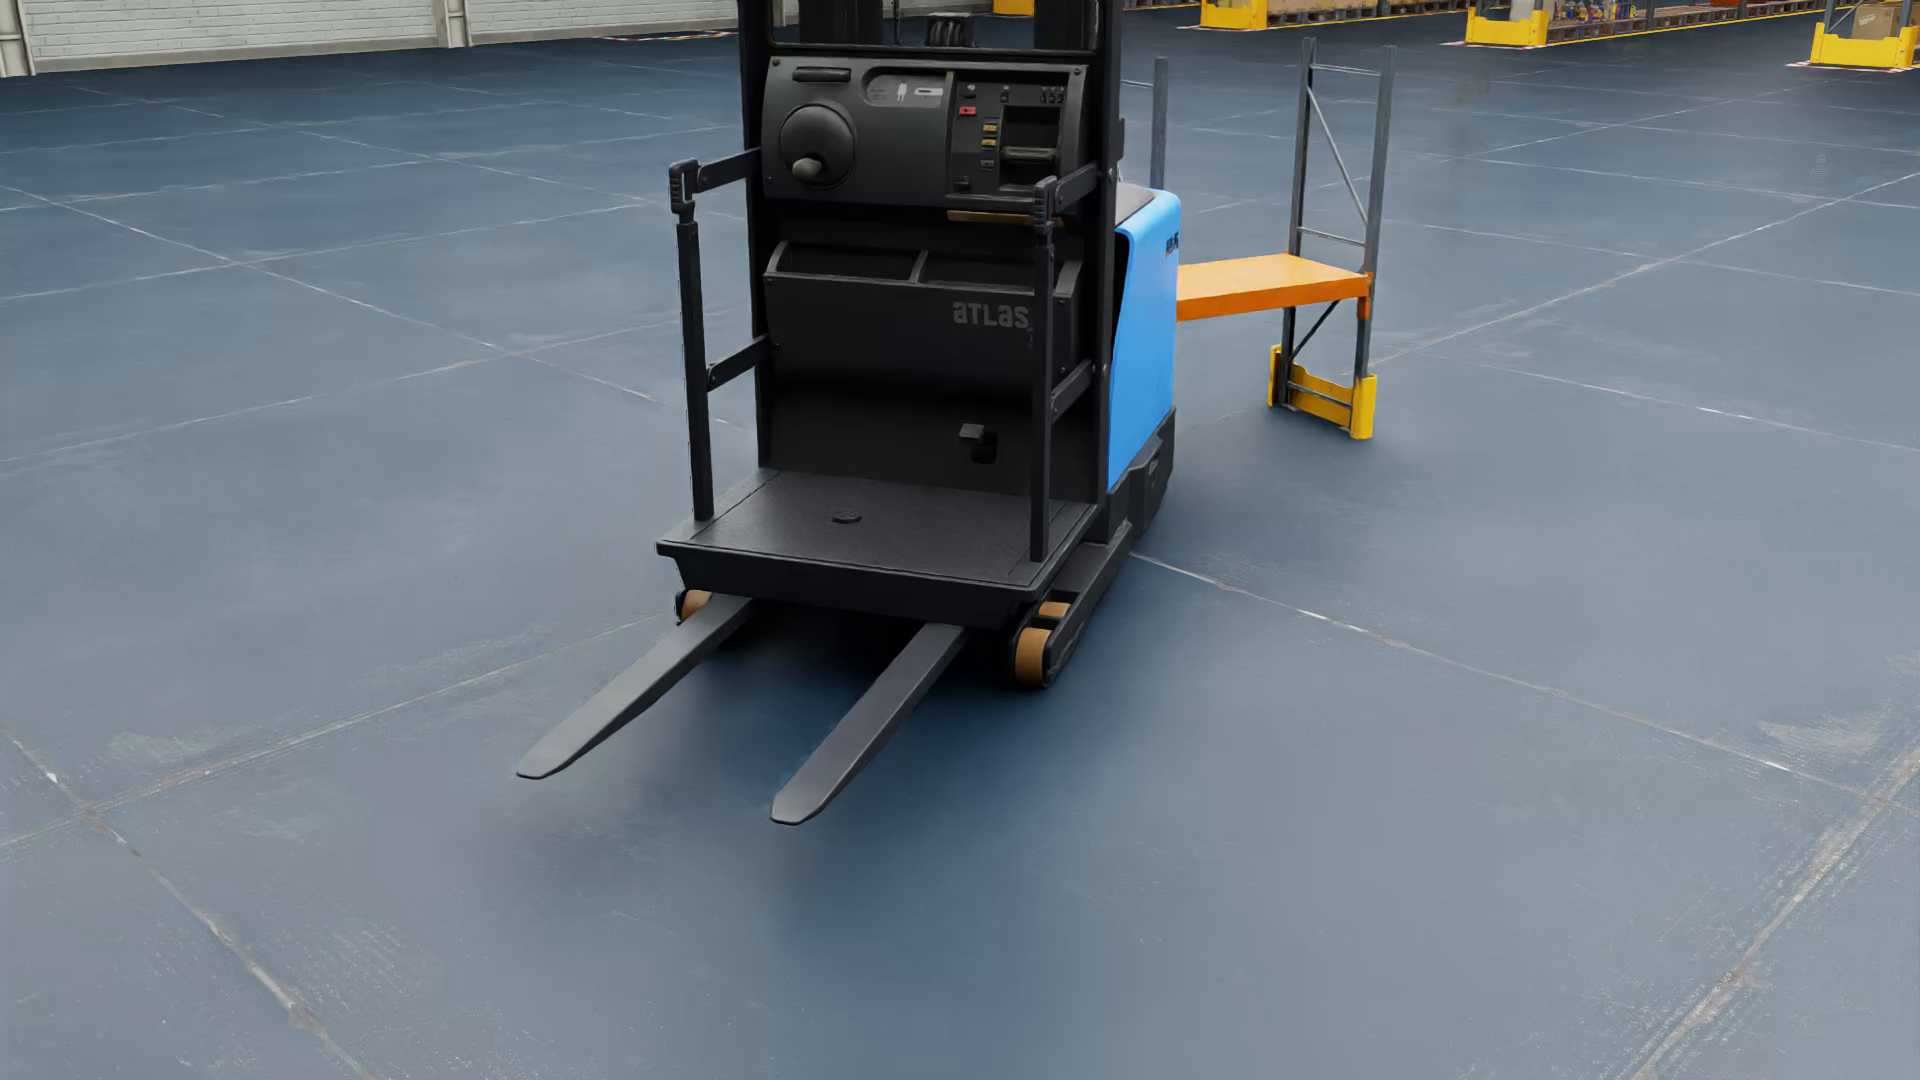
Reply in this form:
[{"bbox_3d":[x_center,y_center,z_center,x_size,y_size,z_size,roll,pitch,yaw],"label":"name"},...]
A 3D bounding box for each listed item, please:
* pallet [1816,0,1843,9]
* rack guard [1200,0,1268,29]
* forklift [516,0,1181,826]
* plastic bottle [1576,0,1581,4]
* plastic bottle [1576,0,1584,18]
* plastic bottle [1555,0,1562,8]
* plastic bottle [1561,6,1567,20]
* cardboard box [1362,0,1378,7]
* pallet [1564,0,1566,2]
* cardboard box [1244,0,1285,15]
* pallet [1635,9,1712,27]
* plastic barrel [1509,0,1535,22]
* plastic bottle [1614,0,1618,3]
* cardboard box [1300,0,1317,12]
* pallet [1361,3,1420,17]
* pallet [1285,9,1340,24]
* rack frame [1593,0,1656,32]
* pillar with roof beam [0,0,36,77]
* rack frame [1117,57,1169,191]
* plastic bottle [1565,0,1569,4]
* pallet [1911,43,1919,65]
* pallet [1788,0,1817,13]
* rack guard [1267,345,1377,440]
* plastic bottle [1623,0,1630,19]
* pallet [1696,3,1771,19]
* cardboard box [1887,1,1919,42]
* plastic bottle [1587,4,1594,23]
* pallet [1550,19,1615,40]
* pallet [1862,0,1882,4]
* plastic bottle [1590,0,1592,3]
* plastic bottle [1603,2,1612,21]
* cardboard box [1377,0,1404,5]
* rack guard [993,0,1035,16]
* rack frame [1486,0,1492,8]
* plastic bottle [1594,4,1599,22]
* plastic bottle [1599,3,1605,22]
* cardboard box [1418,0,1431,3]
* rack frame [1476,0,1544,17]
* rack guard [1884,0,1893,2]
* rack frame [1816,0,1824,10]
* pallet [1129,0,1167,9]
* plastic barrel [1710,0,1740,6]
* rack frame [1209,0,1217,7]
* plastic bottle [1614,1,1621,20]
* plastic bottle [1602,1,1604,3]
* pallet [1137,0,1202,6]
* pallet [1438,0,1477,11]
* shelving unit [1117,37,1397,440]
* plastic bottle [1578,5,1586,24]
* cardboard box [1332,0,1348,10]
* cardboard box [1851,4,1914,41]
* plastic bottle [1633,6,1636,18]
[{"bbox_3d":[17.043,-10.835,33.469,1.003,0.211,1.213,19,28,41],"label":"pallet"},{"bbox_3d":[4.624,-8.921,28.087,1.175,0.500,0.348,19,28,41],"label":"rack guard"},{"bbox_3d":[-0.176,-1.128,4.423,1.130,2.935,3.031,7,22,17],"label":"forklift"},{"bbox_3d":[10.117,-8.746,27.229,0.185,0.351,0.144,-19,28,-41],"label":"plastic bottle"},{"bbox_3d":[10.102,-8.642,27.067,0.097,0.271,0.097,0,21,0],"label":"plastic bottle"},{"bbox_3d":[9.559,-8.541,26.694,0.185,0.351,0.144,-19,28,-40],"label":"plastic bottle"},{"bbox_3d":[9.676,-8.452,26.671,0.097,0.201,0.097,0,21,0],"label":"plastic bottle"},{"bbox_3d":[7.264,-9.861,30.295,0.500,0.250,0.500,19,28,41],"label":"cardboard box"},{"bbox_3d":[12.471,-11.658,35.612,1.003,0.211,1.213,19,28,41],"label":"pallet"},{"bbox_3d":[5.174,-9.088,28.286,0.500,0.250,0.500,19,28,41],"label":"cardboard box"},{"bbox_3d":[12.349,-9.106,28.972,1.003,0.211,1.213,19,28,41],"label":"pallet"},{"bbox_3d":[8.591,-8.076,25.288,0.421,0.512,0.421,0,21,0],"label":"plastic barrel"},{"bbox_3d":[10.631,-8.648,26.974,0.144,0.351,0.185,19,28,41],"label":"plastic bottle"},{"bbox_3d":[5.869,-9.346,28.957,0.500,0.250,0.500,19,28,41],"label":"cardboard box"},{"bbox_3d":[7.917,-10.019,31.348,1.003,0.211,1.213,19,28,41],"label":"pallet"},{"bbox_3d":[5.995,-9.311,29.506,1.003,0.211,1.213,19,28,41],"label":"pallet"},{"bbox_3d":[10.977,-9.881,27.102,1.000,3.000,0.127,19,28,41],"label":"rack frame"},{"bbox_3d":[-8.515,-8.825,15.992,9.100,9.000,0.400,19,28,41],"label":"pillar with roof beam"},{"bbox_3d":[0.584,-1.023,6.146,0.032,1.500,0.500,-11,24,-26],"label":"rack frame"},{"bbox_3d":[9.840,-8.634,27.031,0.133,0.283,0.061,-19,28,-40],"label":"plastic bottle"},{"bbox_3d":[12.381,-6.531,22.273,1.003,0.211,1.213,19,28,41],"label":"pallet"},{"bbox_3d":[15.990,-10.448,32.463,1.003,0.211,1.213,19,28,41],"label":"pallet"},{"bbox_3d":[1.477,-0.613,6.820,0.087,0.250,0.587,-11,24,-26],"label":"rack guard"},{"bbox_3d":[10.735,-8.612,26.880,0.144,0.351,0.185,18,28,39],"label":"plastic bottle"},{"bbox_3d":[14.288,-9.821,30.832,1.003,0.211,1.213,19,28,41],"label":"pallet"},{"bbox_3d":[13.026,-7.117,22.810,0.500,0.500,0.500,-17,27,-37],"label":"cardboard box"},{"bbox_3d":[9.846,-8.232,25.984,0.133,0.283,0.061,-20,28,-41],"label":"plastic bottle"},{"bbox_3d":[9.628,-8.102,26.360,1.003,0.211,1.213,19,28,41],"label":"pallet"},{"bbox_3d":[18.745,-11.462,35.101,1.003,0.211,1.213,19,28,41],"label":"pallet"},{"bbox_3d":[10.312,-8.730,27.280,0.061,0.283,0.133,19,28,41],"label":"plastic bottle"},{"bbox_3d":[10.259,-8.404,26.443,0.135,0.276,0.152,-20,28,-41],"label":"plastic bottle"},{"bbox_3d":[7.890,-10.076,30.856,0.500,0.250,0.500,18,28,39],"label":"cardboard box"},{"bbox_3d":[1.142,-10.185,31.377,1.175,0.500,0.348,19,28,41],"label":"rack guard"},{"bbox_3d":[10.221,-12.150,33.005,1.000,3.000,0.127,19,28,41],"label":"rack frame"},{"bbox_3d":[9.984,-8.287,26.143,0.097,0.271,0.097,0,21,0],"label":"plastic bottle"},{"bbox_3d":[10.125,-8.339,26.279,0.097,0.271,0.097,0,21,0],"label":"plastic bottle"},{"bbox_3d":[8.607,-10.341,31.545,0.500,0.250,0.500,18,28,39],"label":"cardboard box"},{"bbox_3d":[8.187,-8.853,24.427,1.000,3.000,0.127,19,28,41],"label":"rack frame"},{"bbox_3d":[19.356,-11.808,35.600,1.175,0.500,0.348,19,28,41],"label":"rack guard"},{"bbox_3d":[16.558,-11.938,32.452,1.000,3.000,0.127,19,28,41],"label":"rack frame"},{"bbox_3d":[3.436,-10.878,33.581,1.003,0.211,1.213,19,28,41],"label":"pallet"},{"bbox_3d":[14.097,-10.222,30.429,0.600,0.830,0.708,19,28,41],"label":"plastic barrel"},{"bbox_3d":[4.641,-10.094,27.655,1.000,3.000,0.127,19,28,41],"label":"rack frame"},{"bbox_3d":[10.517,-8.479,26.627,0.133,0.283,0.061,-18,27,-39],"label":"plastic bottle"},{"bbox_3d":[10.284,-8.468,26.597,0.061,0.283,0.133,19,28,41],"label":"plastic bottle"},{"bbox_3d":[4.421,-11.260,34.575,1.003,0.211,1.213,19,28,41],"label":"pallet"},{"bbox_3d":[9.619,-10.647,32.980,1.003,0.211,1.213,19,28,41],"label":"pallet"},{"bbox_3d":[1.039,-1.111,6.376,1.083,1.500,0.587,-11,24,-26],"label":"shelving unit"},{"bbox_3d":[9.675,-8.173,25.847,0.097,0.271,0.097,0,21,0],"label":"plastic bottle"},{"bbox_3d":[6.570,-9.602,29.623,0.500,0.250,0.500,19,28,41],"label":"cardboard box"},{"bbox_3d":[12.183,-6.799,21.981,0.500,0.500,0.500,-14,25,-32],"label":"cardboard box"},{"bbox_3d":[10.947,-8.609,27.079,0.097,0.201,0.097,0,21,0],"label":"plastic bottle"}]
